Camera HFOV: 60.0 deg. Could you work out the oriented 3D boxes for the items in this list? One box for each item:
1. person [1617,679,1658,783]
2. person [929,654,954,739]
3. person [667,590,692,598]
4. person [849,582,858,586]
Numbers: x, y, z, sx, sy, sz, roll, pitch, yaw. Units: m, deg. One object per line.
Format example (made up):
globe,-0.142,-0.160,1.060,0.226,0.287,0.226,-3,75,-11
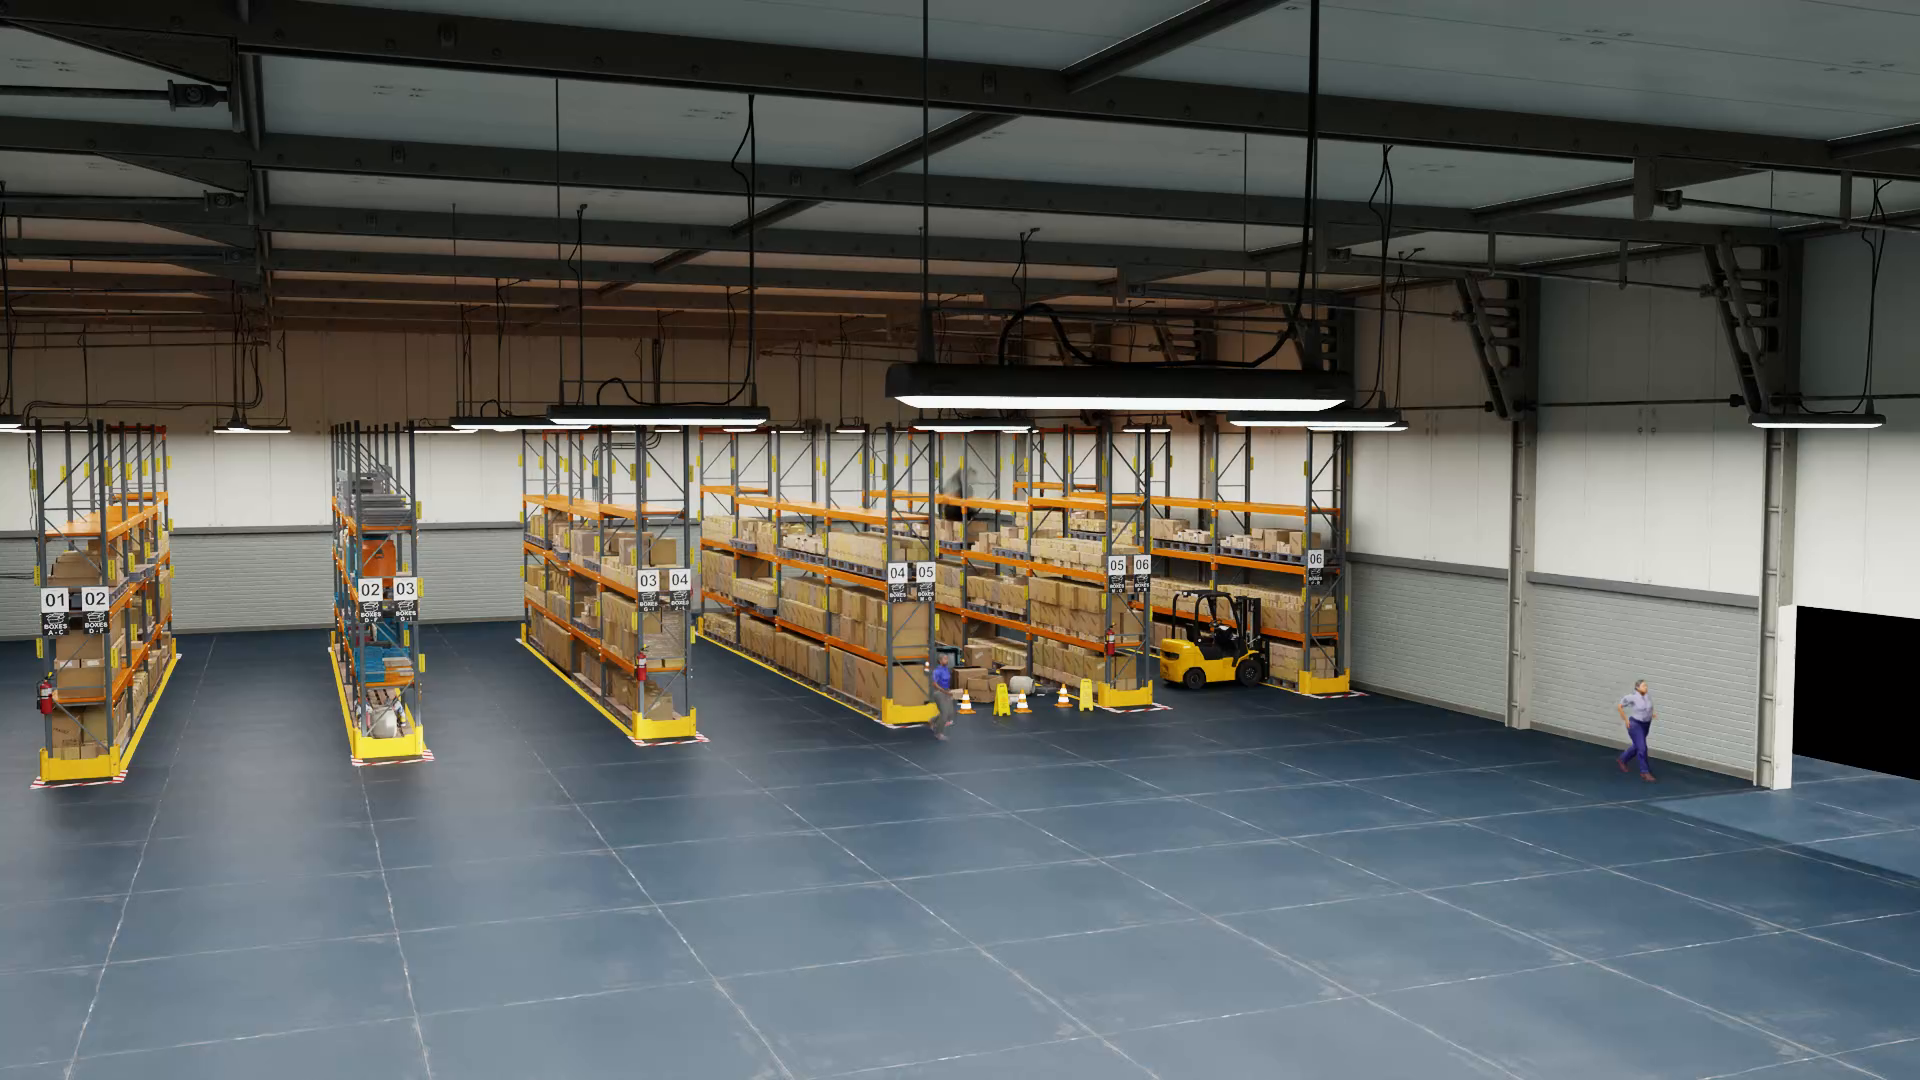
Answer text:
person,11.371,3.188,27.871,0.606,1.602,0.885,-2,4,-30
person,-0.353,2.956,31.532,0.588,1.620,0.610,2,4,25
person,-8.385,1.861,48.951,0.821,1.695,0.807,-2,4,-23
person,-3.229,1.766,51.244,0.504,1.535,0.585,0,4,-6
